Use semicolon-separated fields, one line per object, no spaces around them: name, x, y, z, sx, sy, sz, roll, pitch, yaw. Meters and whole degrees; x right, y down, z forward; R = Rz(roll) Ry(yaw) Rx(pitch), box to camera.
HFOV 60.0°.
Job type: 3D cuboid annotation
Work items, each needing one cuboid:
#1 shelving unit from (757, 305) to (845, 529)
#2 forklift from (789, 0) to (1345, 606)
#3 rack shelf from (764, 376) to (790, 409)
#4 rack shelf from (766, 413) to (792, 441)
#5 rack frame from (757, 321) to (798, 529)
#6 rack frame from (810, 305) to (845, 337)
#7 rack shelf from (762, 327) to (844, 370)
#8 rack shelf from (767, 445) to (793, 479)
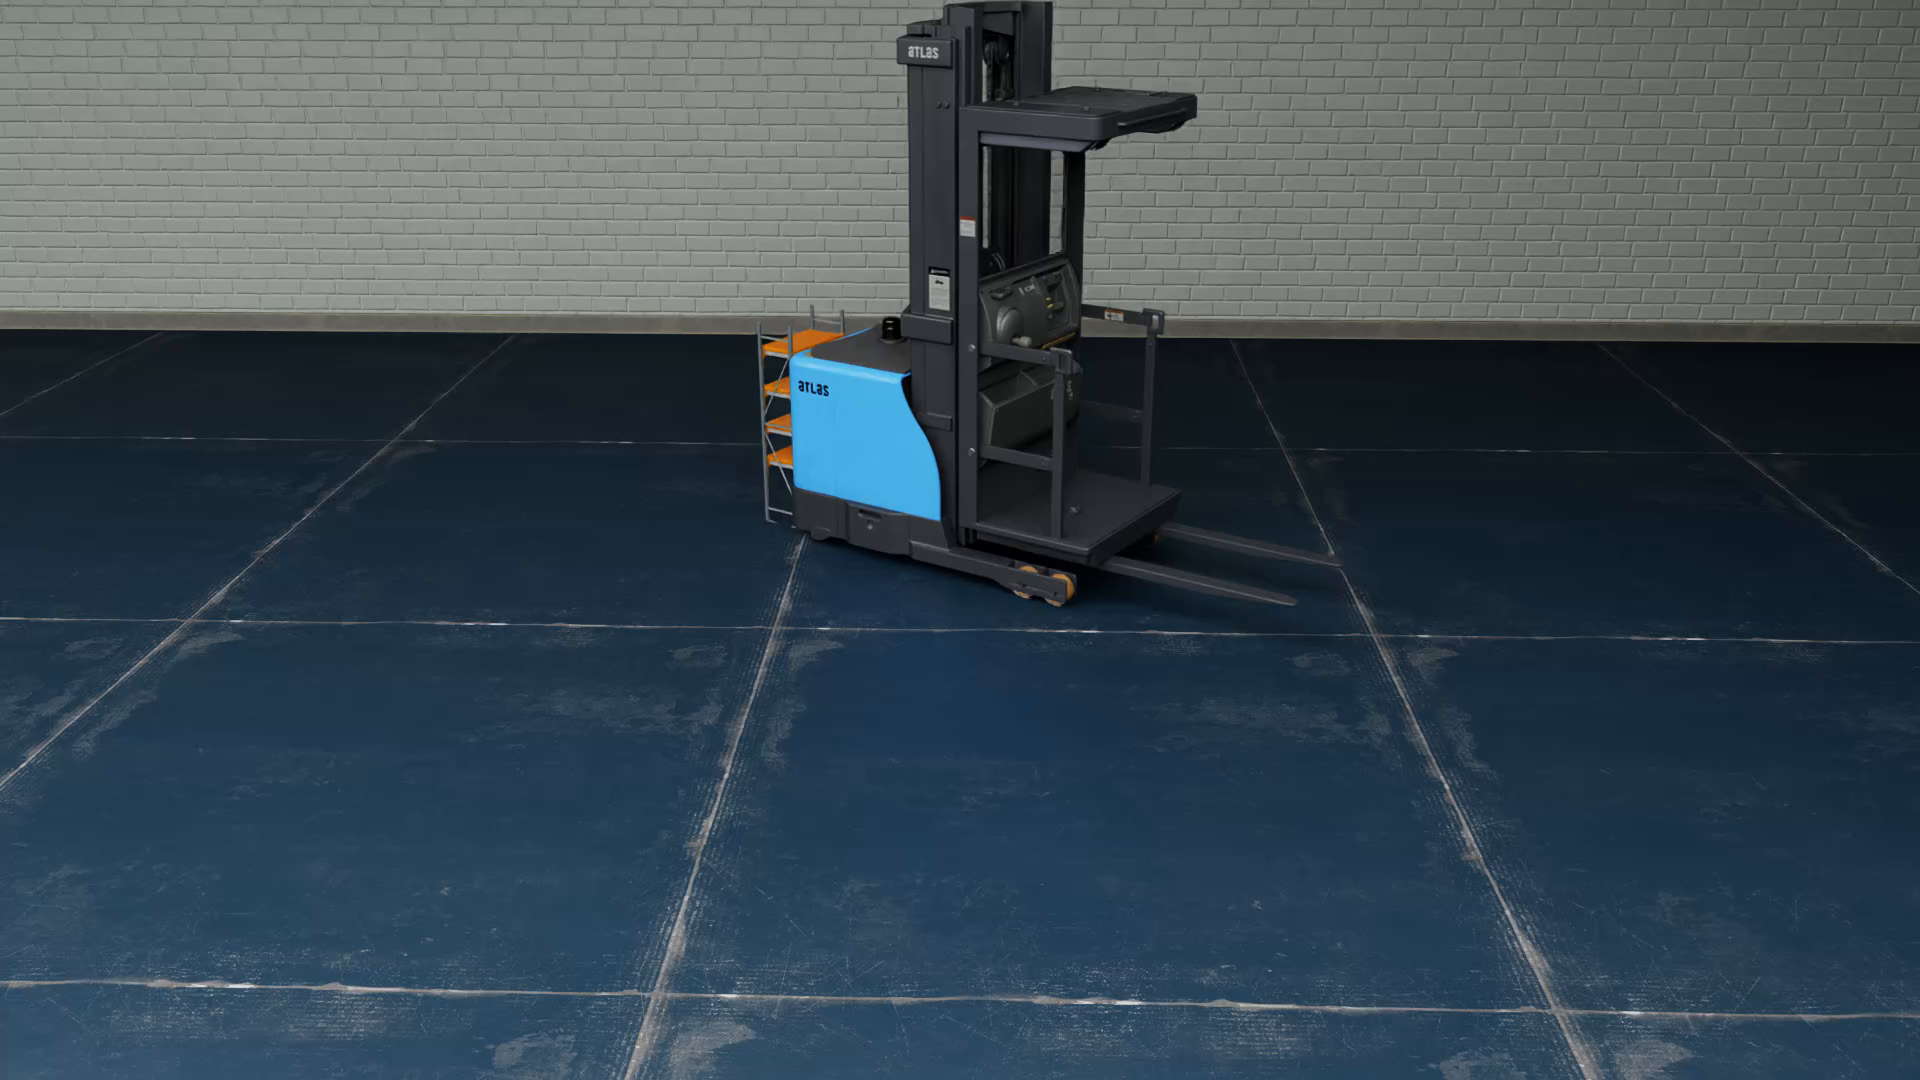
shelving unit;-0.910;-0.725;9.738;0.258;1.200;0.503;13;25;30
forklift;0.549;-1.242;8.679;3.031;2.935;1.130;13;25;31
rack shelf;-0.910;-0.871;9.682;0.258;0.148;0.480;13;25;30
rack shelf;-0.910;-0.662;9.763;0.258;0.148;0.480;13;25;30
rack frame;-1.042;-0.651;9.547;0.240;1.200;0.015;13;25;30
rack frame;-0.778;-0.799;9.929;0.240;1.200;0.015;13;25;30
rack shelf;-0.910;-1.091;9.596;0.258;0.148;0.480;13;25;30
rack shelf;-0.910;-0.477;9.834;0.258;0.148;0.480;13;25;30
